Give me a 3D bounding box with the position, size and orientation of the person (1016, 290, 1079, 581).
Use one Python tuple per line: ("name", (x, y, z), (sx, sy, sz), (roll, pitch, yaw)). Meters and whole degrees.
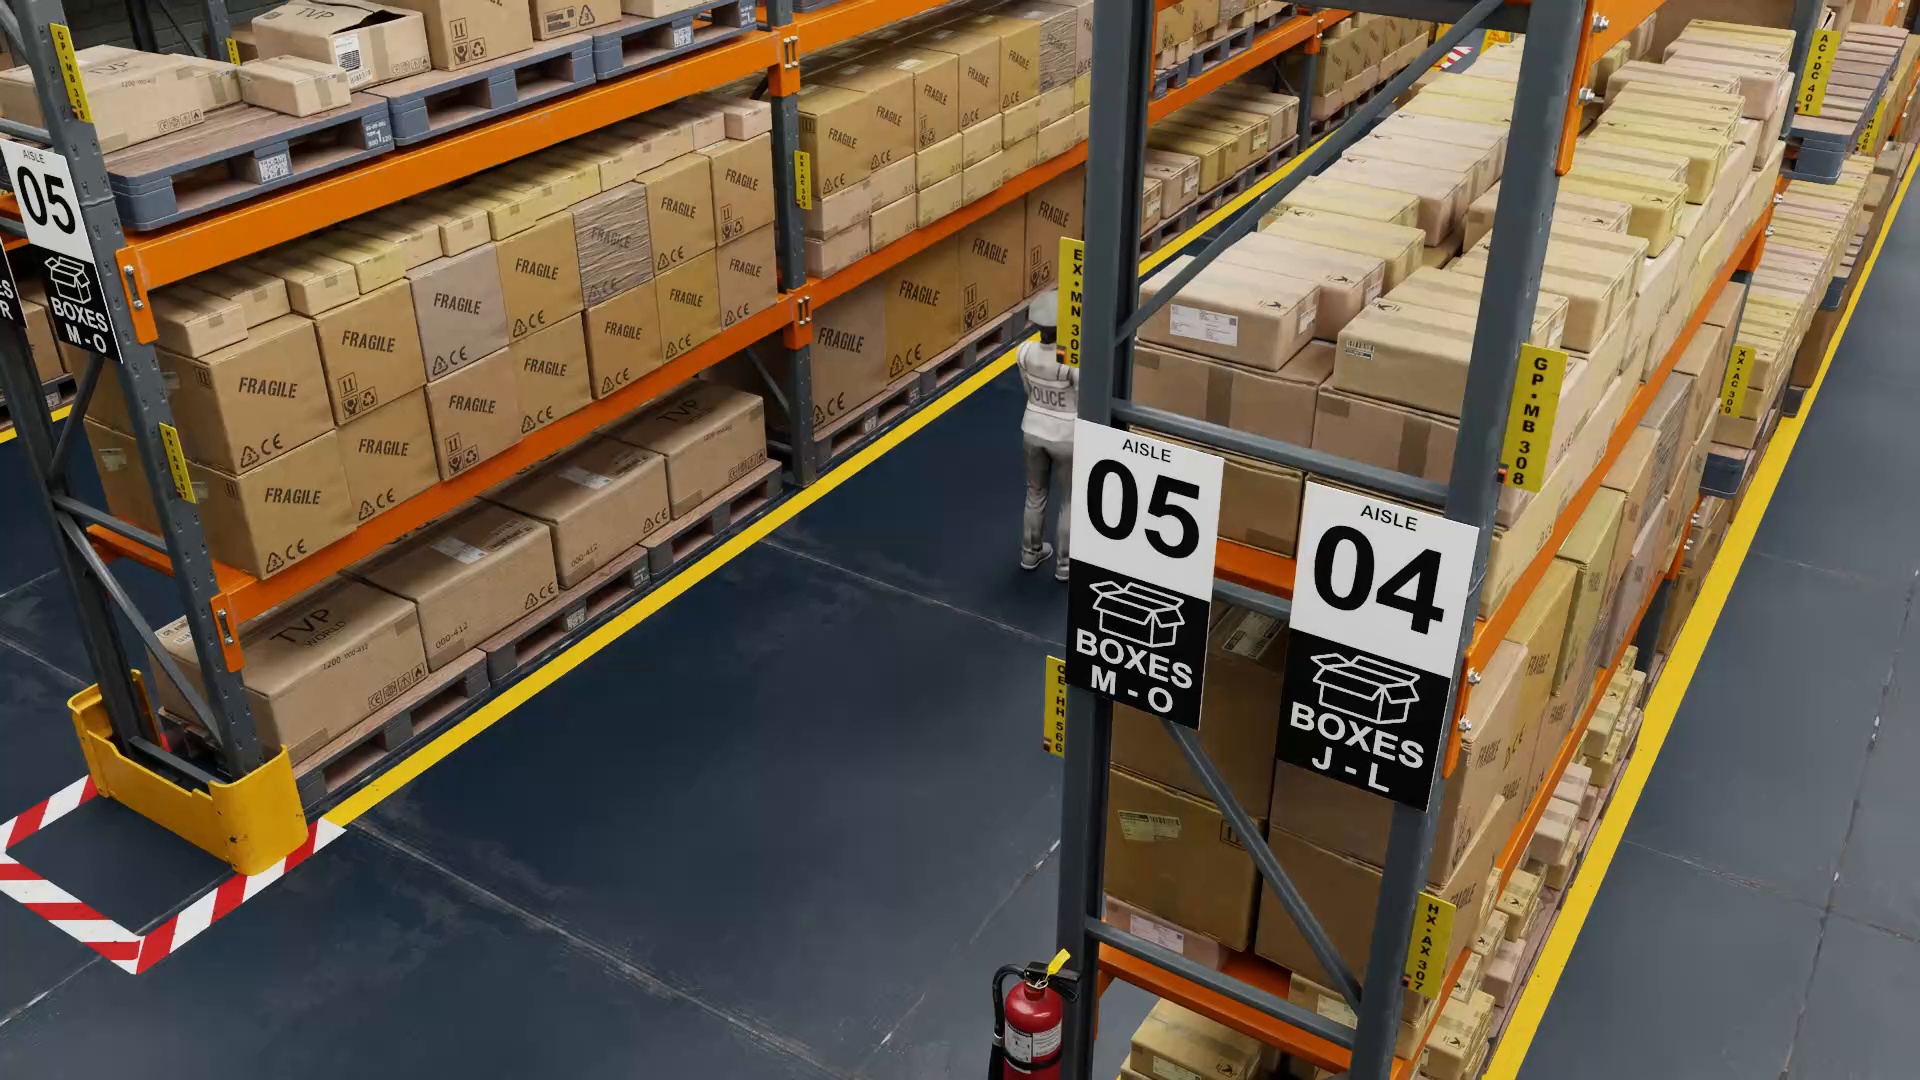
("person", (0.566, -0.598, 9.169), (0.457, 1.690, 0.539), (18, 35, 28))
